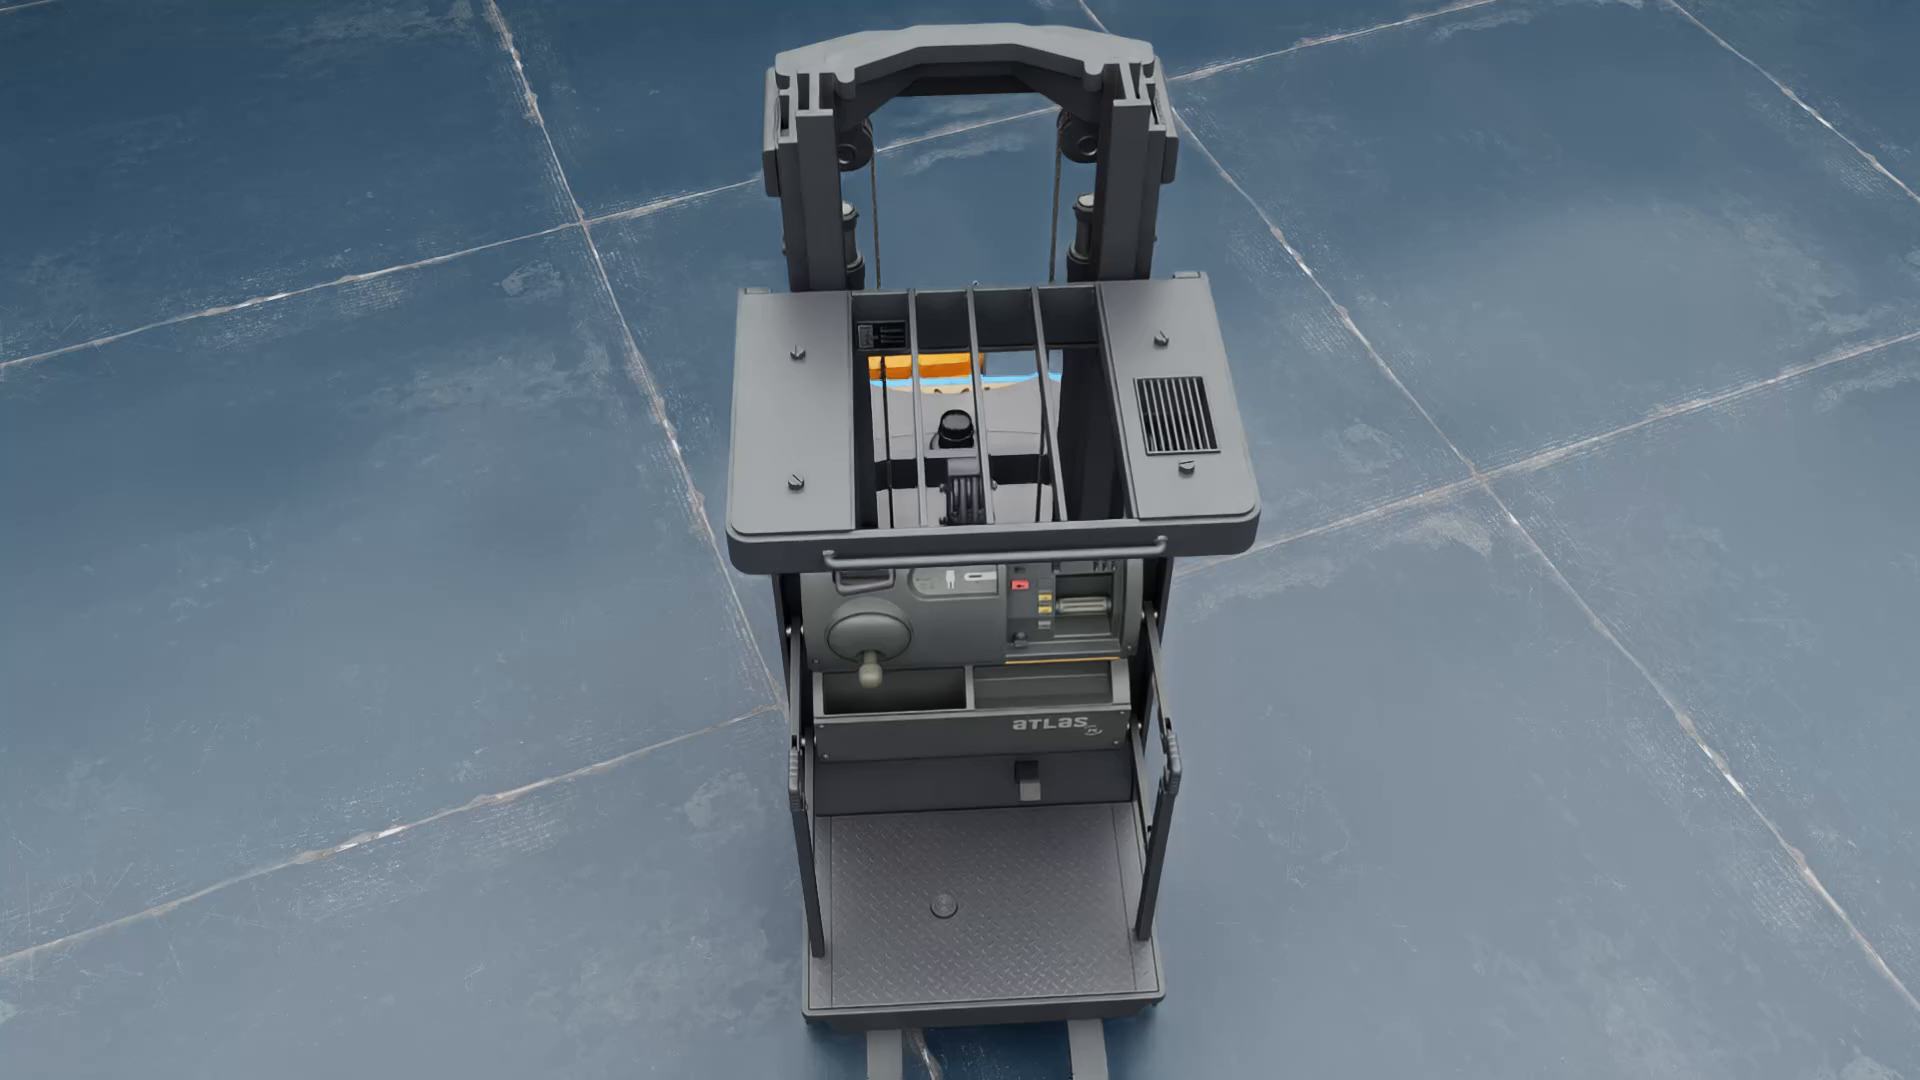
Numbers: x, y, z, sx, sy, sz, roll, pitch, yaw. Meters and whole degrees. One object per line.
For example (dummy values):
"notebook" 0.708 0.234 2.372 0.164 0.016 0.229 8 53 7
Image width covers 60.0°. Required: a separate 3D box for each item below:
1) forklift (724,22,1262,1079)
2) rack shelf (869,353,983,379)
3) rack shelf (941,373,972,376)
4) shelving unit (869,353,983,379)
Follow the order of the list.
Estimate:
"forklift" 0.044 0.301 4.400 1.121 2.935 3.031 -2 49 -2
"rack shelf" -0.174 -0.653 5.843 0.480 0.148 0.258 -5 50 -4
"rack shelf" -0.174 -0.499 6.022 0.480 0.148 0.258 -5 50 -4
"shelving unit" -0.176 -0.397 6.141 0.499 1.200 0.258 -5 50 -4
